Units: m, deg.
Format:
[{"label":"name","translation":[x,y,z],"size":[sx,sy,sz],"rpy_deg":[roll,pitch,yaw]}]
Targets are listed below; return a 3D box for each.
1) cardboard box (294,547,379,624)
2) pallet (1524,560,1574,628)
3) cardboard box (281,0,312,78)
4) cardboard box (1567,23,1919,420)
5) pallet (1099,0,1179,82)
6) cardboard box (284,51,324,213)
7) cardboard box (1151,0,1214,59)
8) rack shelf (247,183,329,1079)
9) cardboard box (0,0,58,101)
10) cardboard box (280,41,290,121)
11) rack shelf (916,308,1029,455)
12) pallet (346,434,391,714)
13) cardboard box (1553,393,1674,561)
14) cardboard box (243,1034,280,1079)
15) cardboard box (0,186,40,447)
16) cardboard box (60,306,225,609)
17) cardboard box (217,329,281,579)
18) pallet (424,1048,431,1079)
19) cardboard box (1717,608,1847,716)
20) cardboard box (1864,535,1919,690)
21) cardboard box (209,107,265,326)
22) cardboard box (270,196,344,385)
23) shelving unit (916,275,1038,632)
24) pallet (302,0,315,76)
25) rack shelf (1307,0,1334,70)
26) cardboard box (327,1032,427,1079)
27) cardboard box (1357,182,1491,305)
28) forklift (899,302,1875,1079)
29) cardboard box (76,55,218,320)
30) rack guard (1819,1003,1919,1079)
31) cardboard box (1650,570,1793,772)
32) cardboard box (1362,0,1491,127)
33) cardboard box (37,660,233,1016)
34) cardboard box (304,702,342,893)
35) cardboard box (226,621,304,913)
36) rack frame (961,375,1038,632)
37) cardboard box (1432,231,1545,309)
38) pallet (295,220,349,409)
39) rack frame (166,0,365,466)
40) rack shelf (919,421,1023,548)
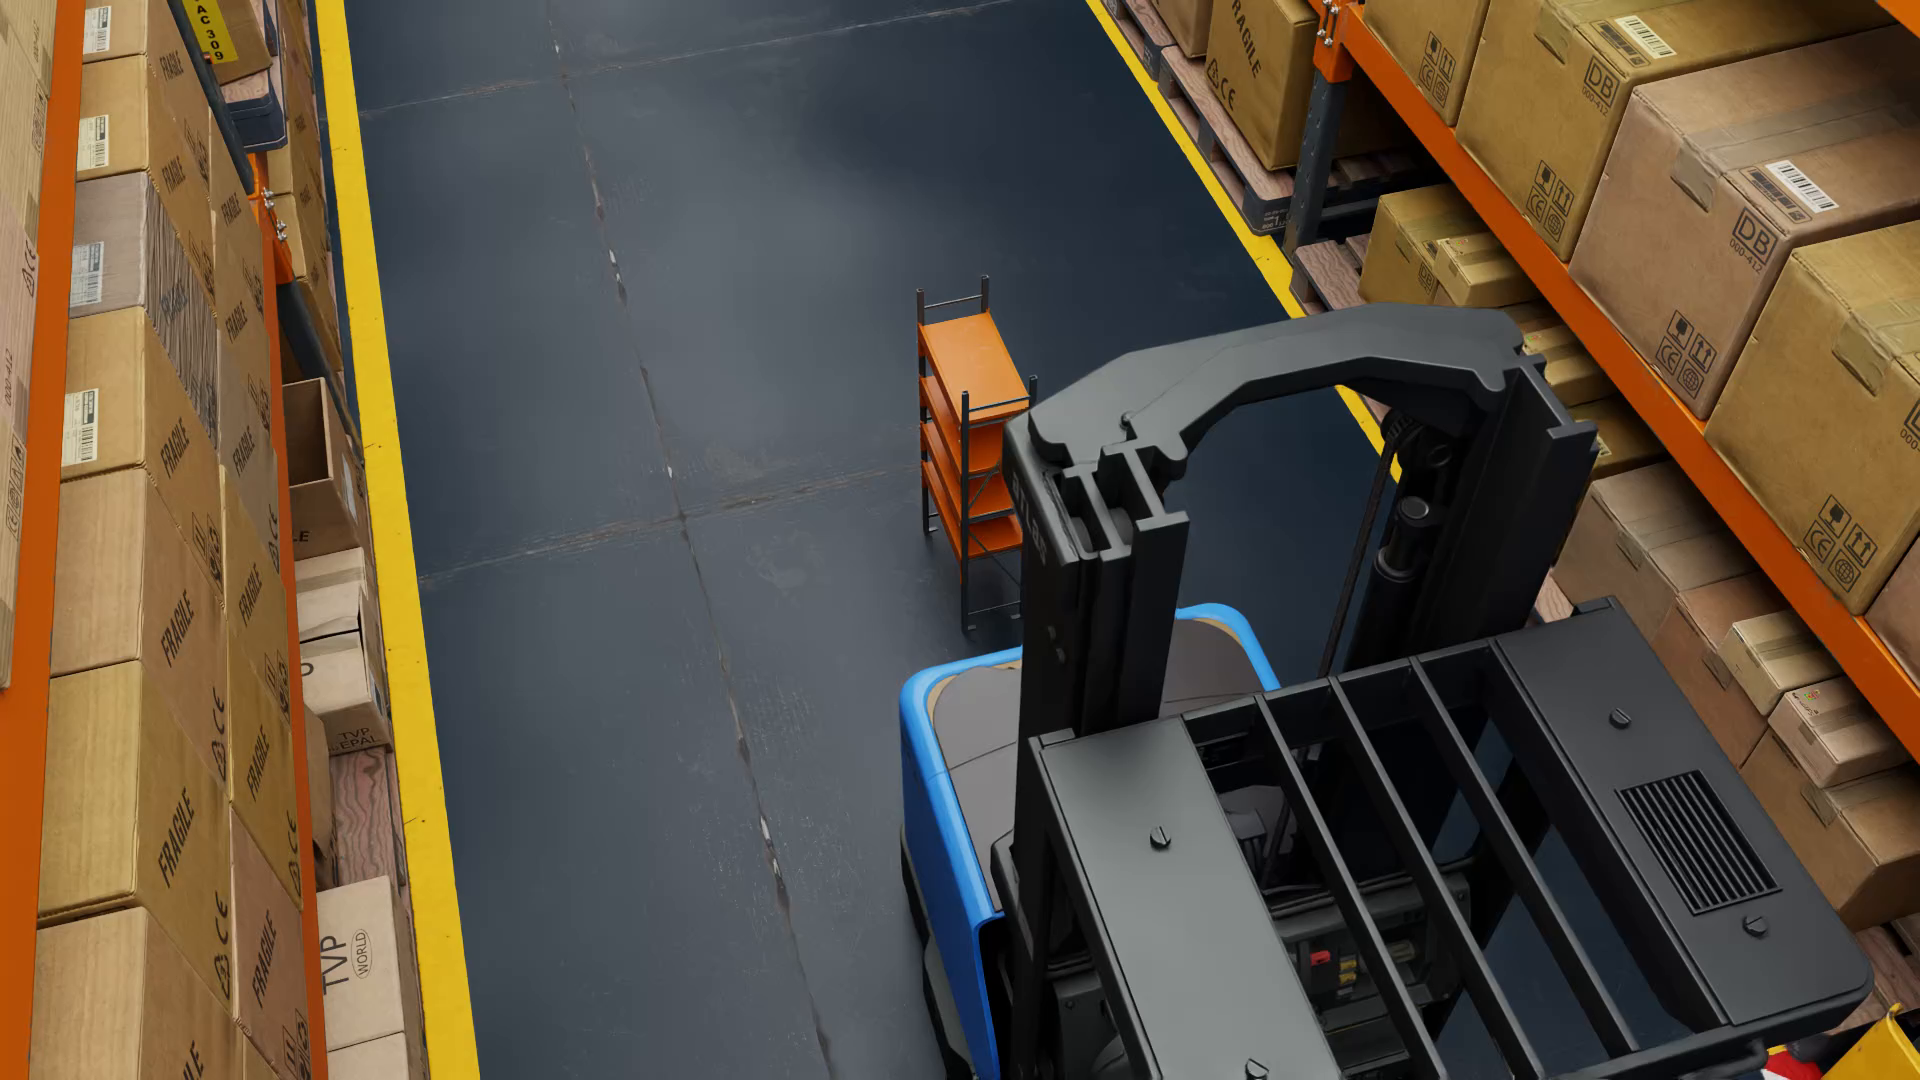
[{"label":"cardboard box","translation":[-2.213,0.200,5.696],"size":[0.380,0.149,0.250],"rpy_deg":[-13,51,-11]},{"label":"pallet","translation":[2.425,0.053,6.068],"size":[1.003,0.211,1.213],"rpy_deg":[-13,51,-11]},{"label":"cardboard box","translation":[-3.350,-2.439,7.691],"size":[0.500,0.500,0.500],"rpy_deg":[-15,51,-12]},{"label":"cardboard box","translation":[2.490,-0.945,4.889],"size":[0.980,0.700,0.700],"rpy_deg":[-16,52,-13]},{"label":"pallet","translation":[1.246,-2.852,8.517],"size":[1.003,0.211,1.213],"rpy_deg":[-13,51,-11]},{"label":"cardboard box","translation":[-3.040,-1.687,7.058],"size":[0.500,0.500,0.500],"rpy_deg":[-13,51,-11]},{"label":"cardboard box","translation":[1.328,-2.848,7.821],"size":[0.750,0.750,0.750],"rpy_deg":[-12,51,-10]},{"label":"rack shelf","translation":[-2.229,0.503,4.334],"size":[1.077,0.370,4.000],"rpy_deg":[-13,51,-11]},{"label":"cardboard box","translation":[-2.129,-1.082,3.336],"size":[0.500,0.250,0.500],"rpy_deg":[-13,51,-11]},{"label":"cardboard box","translation":[-3.027,-1.906,6.751],"size":[0.500,0.250,0.500],"rpy_deg":[-13,51,-11]},{"label":"rack shelf","translation":[0.049,-0.519,5.389],"size":[0.258,0.148,0.480],"rpy_deg":[-13,51,-11]},{"label":"pallet","translation":[-2.618,0.211,5.934],"size":[1.003,0.211,1.213],"rpy_deg":[-13,51,-11]},{"label":"cardboard box","translation":[2.329,-0.329,5.926],"size":[0.700,0.500,0.500],"rpy_deg":[-12,51,-10]},{"label":"cardboard box","translation":[-1.517,1.316,3.113],"size":[0.500,0.500,0.500],"rpy_deg":[-12,51,-10]},{"label":"cardboard box","translation":[-1.832,-0.352,2.721],"size":[0.500,0.250,0.500],"rpy_deg":[-13,51,-11]},{"label":"cardboard box","translation":[-1.973,-0.123,3.673],"size":[0.500,0.500,0.500],"rpy_deg":[-14,51,-11]},{"label":"cardboard box","translation":[-2.120,-0.163,4.361],"size":[0.500,0.500,0.500],"rpy_deg":[-12,51,-10]},{"label":"pallet","translation":[-1.897,1.994,4.431],"size":[1.003,0.211,1.213],"rpy_deg":[-13,51,-11]},{"label":"cardboard box","translation":[2.502,0.343,4.935],"size":[0.380,0.149,0.250],"rpy_deg":[-12,51,-10]},{"label":"cardboard box","translation":[2.933,0.143,3.972],"size":[0.980,0.700,0.700],"rpy_deg":[-11,51,-9]},{"label":"cardboard box","translation":[-2.428,-0.914,4.994],"size":[0.500,0.500,0.500],"rpy_deg":[-13,51,-10]},{"label":"cardboard box","translation":[-2.731,-0.934,6.422],"size":[0.500,0.500,0.500],"rpy_deg":[-15,52,-13]},{"label":"shelving unit","translation":[0.049,-0.266,5.689],"size":[0.258,1.200,0.503],"rpy_deg":[-13,51,-11]},{"label":"pallet","translation":[-3.819,-2.658,8.353],"size":[1.003,0.211,1.213],"rpy_deg":[-13,51,-11]},{"label":"rack shelf","translation":[1.319,-3.541,7.744],"size":[1.077,0.370,4.000],"rpy_deg":[-13,51,-11]},{"label":"cardboard box","translation":[-1.675,1.650,4.408],"size":[0.500,0.250,0.500],"rpy_deg":[-13,51,-11]},{"label":"cardboard box","translation":[2.034,-1.072,6.552],"size":[0.700,0.500,0.500],"rpy_deg":[-13,51,-11]},{"label":"forklift","translation":[0.715,1.097,3.409],"size":[1.130,2.935,3.031],"rpy_deg":[-12,51,-10]},{"label":"cardboard box","translation":[-2.270,-0.859,4.293],"size":[0.500,0.500,0.500],"rpy_deg":[-14,51,-12]},{"label":"rack guard","translation":[3.100,1.433,4.715],"size":[1.175,0.500,0.348],"rpy_deg":[-13,51,-11]},{"label":"cardboard box","translation":[2.643,0.426,5.289],"size":[0.700,0.500,0.500],"rpy_deg":[-13,51,-11]},{"label":"cardboard box","translation":[2.055,-2.009,5.785],"size":[0.980,0.700,0.700],"rpy_deg":[-13,51,-10]},{"label":"cardboard box","translation":[-1.679,0.614,3.051],"size":[0.500,0.500,0.500],"rpy_deg":[-13,51,-11]},{"label":"cardboard box","translation":[-2.260,0.845,4.921],"size":[0.797,0.503,0.637],"rpy_deg":[-13,51,-11]},{"label":"cardboard box","translation":[-1.820,0.573,3.739],"size":[0.500,0.500,0.500],"rpy_deg":[-13,51,-11]},{"label":"rack frame","translation":[0.121,-0.088,5.539],"size":[0.240,1.200,0.015],"rpy_deg":[-13,51,-11]},{"label":"cardboard box","translation":[1.961,-0.990,6.059],"size":[0.380,0.149,0.250],"rpy_deg":[-12,51,-10]},{"label":"pallet","translation":[-3.097,-0.876,6.850],"size":[1.003,0.211,1.213],"rpy_deg":[-13,51,-11]},{"label":"rack frame","translation":[-2.821,-1.189,5.291],"size":[1.000,3.000,0.127],"rpy_deg":[-13,51,-11]},{"label":"rack shelf","translation":[0.049,-0.222,5.741],"size":[0.258,0.148,0.480],"rpy_deg":[-13,51,-11]}]
